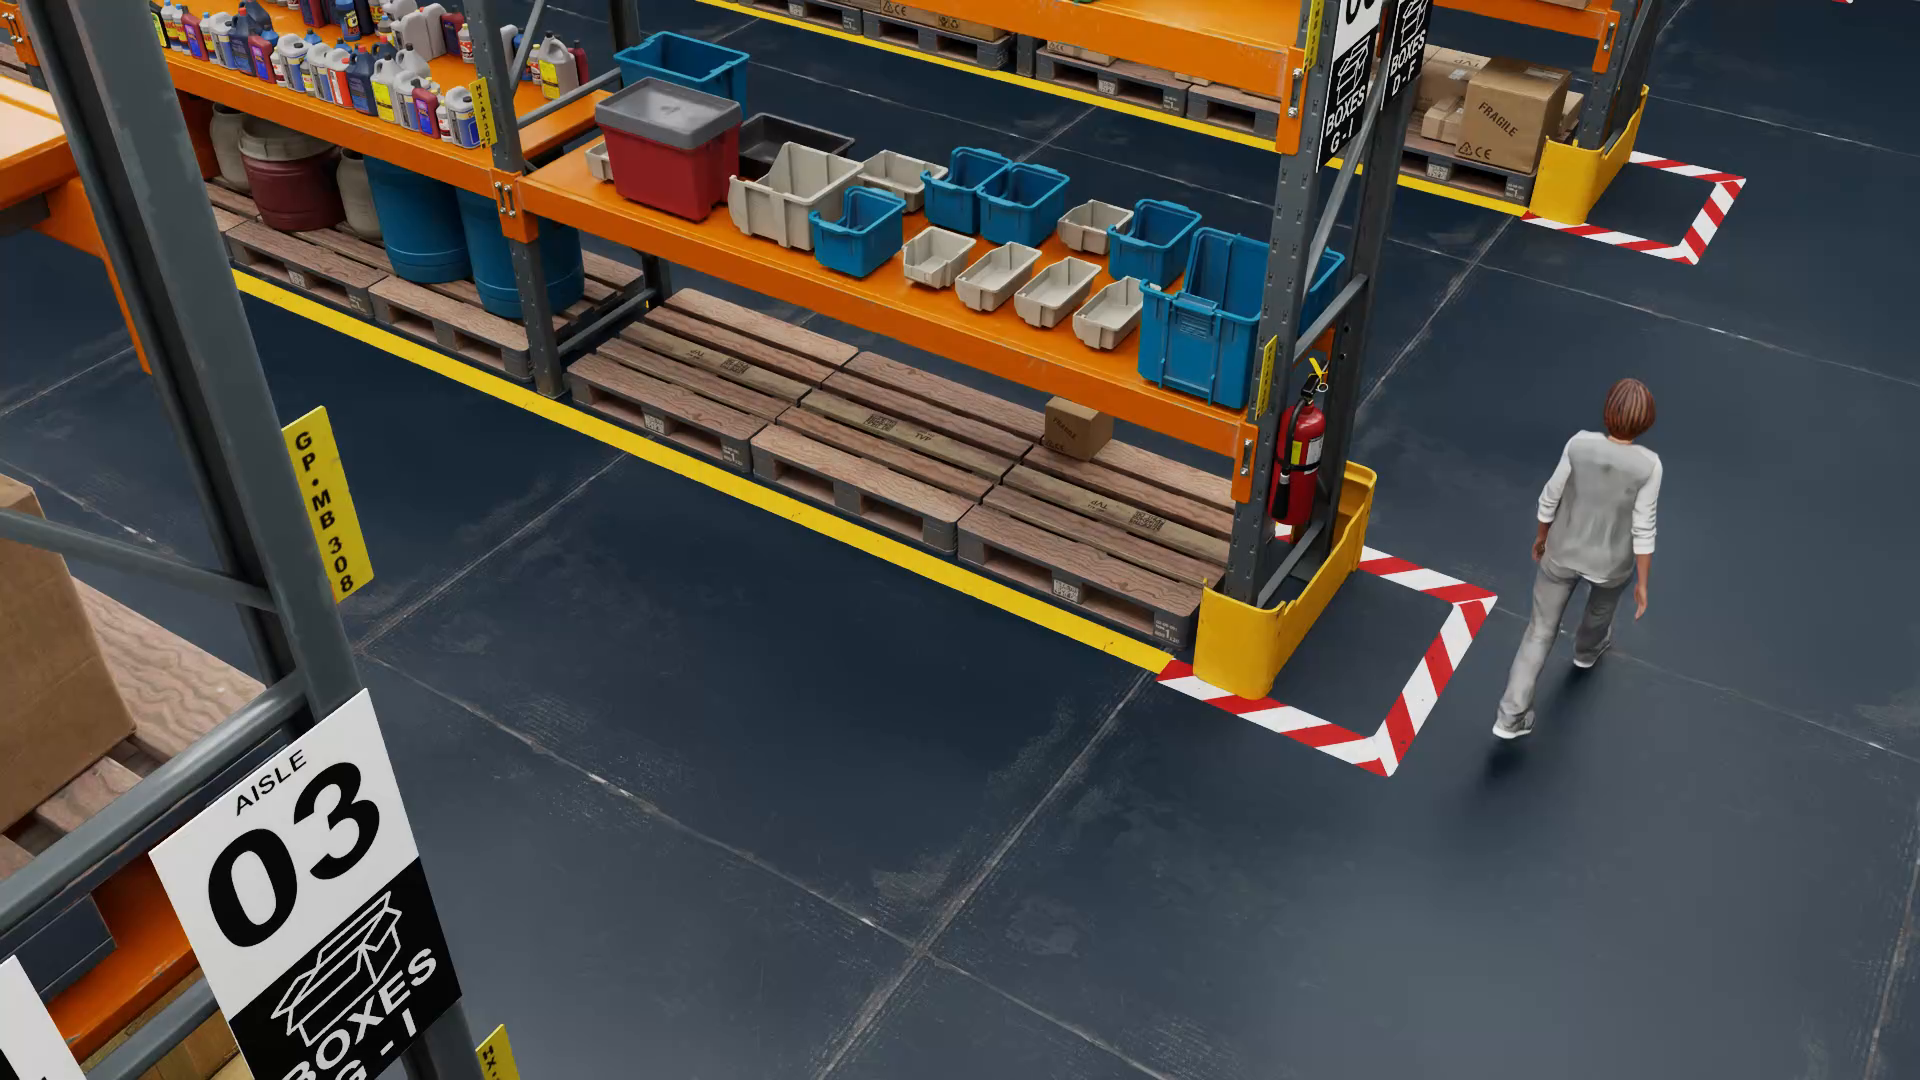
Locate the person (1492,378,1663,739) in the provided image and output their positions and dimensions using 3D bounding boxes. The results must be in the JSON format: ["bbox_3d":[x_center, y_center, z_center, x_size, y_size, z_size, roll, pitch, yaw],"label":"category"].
[{"bbox_3d":[2.514,0.067,6.622,0.508,1.534,0.999,19,43,22],"label":"person"}]
